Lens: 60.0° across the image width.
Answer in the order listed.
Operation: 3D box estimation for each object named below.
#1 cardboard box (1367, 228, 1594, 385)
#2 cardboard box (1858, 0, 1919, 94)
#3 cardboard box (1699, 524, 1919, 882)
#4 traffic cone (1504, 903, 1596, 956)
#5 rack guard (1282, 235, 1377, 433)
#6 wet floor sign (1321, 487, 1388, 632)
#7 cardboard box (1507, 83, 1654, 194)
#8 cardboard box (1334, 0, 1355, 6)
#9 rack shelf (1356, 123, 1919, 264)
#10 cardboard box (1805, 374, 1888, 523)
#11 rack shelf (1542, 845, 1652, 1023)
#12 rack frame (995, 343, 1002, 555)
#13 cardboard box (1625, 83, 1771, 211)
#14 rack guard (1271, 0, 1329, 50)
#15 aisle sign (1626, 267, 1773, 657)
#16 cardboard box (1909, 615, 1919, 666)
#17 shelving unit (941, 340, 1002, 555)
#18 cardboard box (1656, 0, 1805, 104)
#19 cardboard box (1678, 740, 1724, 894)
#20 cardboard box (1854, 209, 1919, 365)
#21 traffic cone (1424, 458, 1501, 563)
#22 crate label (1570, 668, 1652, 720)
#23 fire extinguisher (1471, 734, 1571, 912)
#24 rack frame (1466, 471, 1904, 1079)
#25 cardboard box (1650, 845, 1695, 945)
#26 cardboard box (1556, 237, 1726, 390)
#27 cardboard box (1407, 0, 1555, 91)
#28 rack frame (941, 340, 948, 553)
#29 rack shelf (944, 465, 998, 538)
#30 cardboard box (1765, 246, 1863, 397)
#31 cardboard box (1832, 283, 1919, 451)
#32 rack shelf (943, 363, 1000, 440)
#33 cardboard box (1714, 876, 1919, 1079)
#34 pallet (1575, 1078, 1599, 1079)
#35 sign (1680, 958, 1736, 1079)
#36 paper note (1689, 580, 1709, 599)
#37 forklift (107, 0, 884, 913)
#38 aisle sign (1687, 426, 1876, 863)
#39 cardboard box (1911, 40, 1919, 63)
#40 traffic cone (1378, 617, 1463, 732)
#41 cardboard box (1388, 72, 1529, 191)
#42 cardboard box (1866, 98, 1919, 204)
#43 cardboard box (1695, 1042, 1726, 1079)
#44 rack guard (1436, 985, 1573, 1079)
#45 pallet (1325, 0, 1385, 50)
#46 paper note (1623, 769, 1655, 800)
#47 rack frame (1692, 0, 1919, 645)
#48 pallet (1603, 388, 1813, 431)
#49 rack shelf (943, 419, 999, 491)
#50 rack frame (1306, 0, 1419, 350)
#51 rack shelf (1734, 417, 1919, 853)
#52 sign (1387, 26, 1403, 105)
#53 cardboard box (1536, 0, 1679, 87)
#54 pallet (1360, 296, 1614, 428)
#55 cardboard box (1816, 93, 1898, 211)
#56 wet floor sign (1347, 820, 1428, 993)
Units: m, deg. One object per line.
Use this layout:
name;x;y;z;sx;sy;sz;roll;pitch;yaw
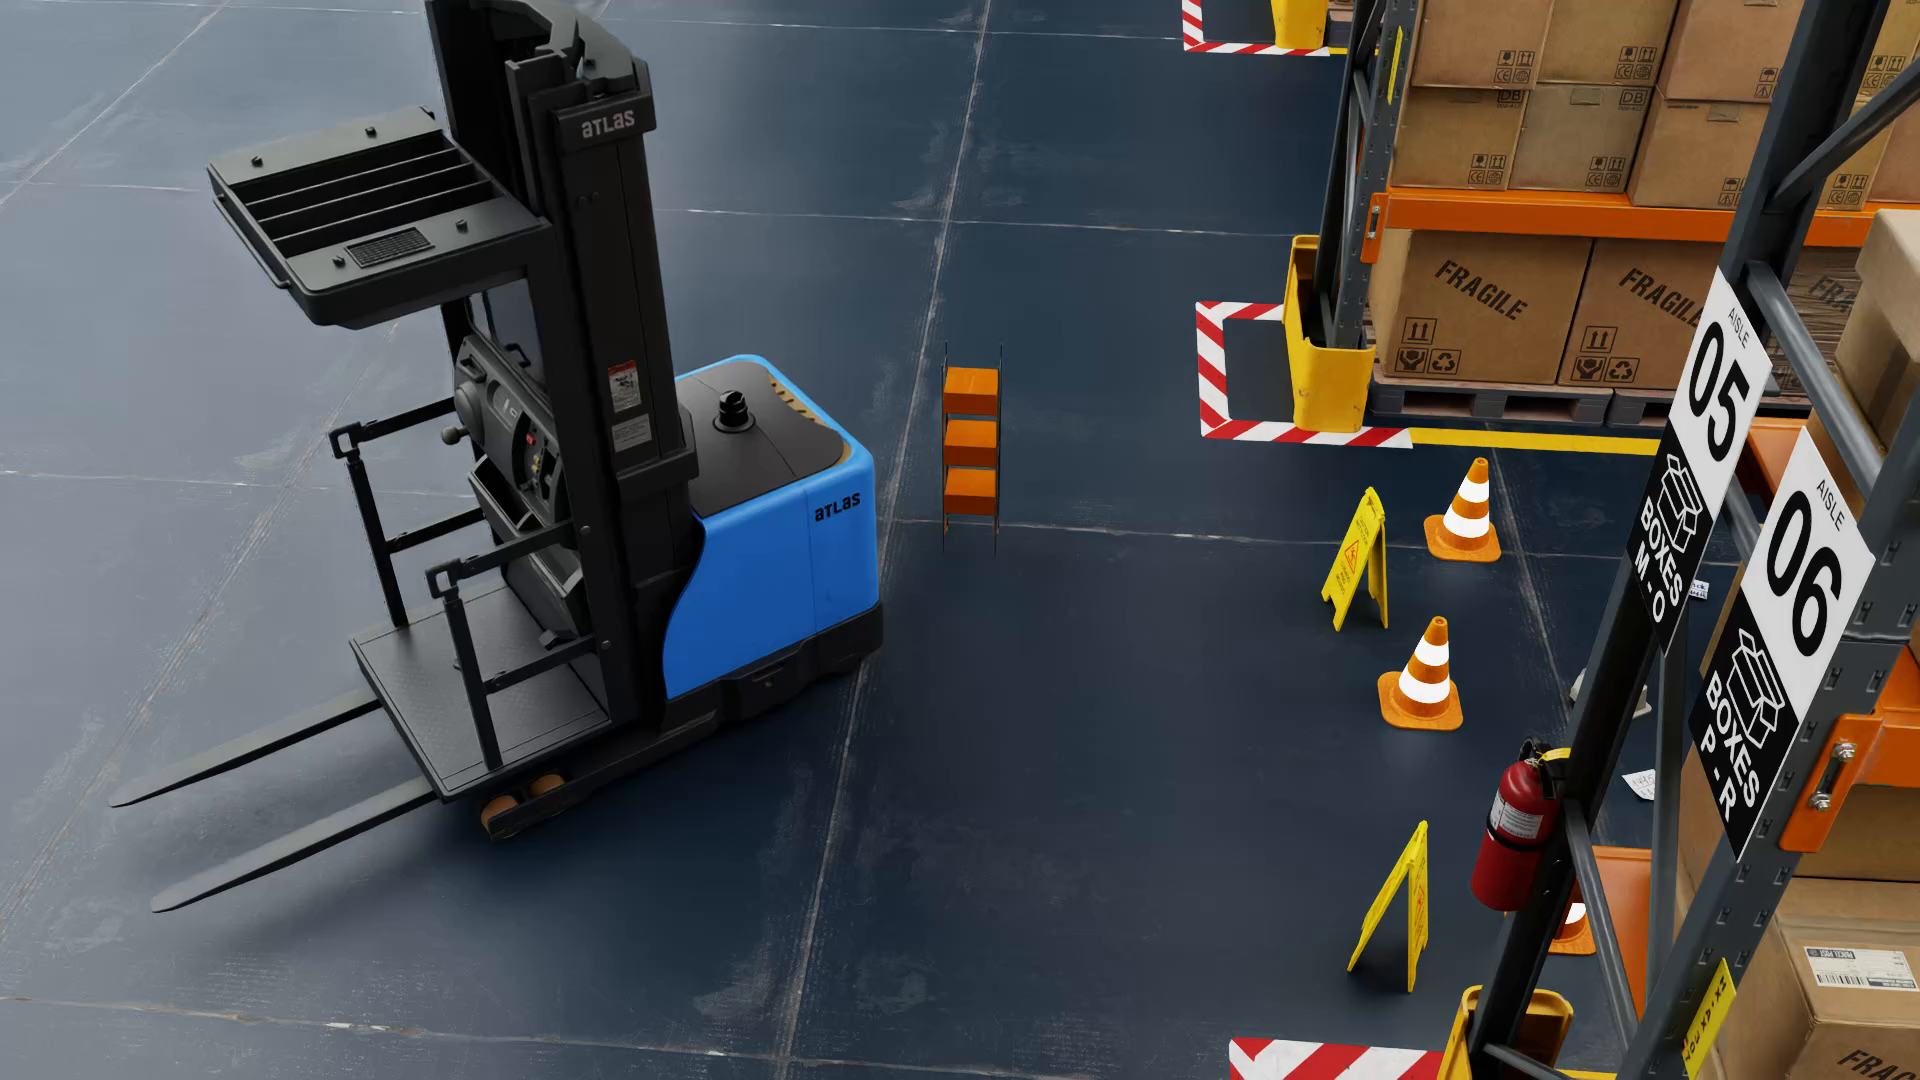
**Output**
cardboard box;2.665;-1.431;8.653;0.875;0.875;0.875;3;39;4
cardboard box;3.991;-2.485;7.623;0.500;0.550;0.875;3;39;4
cardboard box;2.185;0.380;3.971;0.500;0.500;0.700;2;39;3
traffic cone;2.197;1.227;6.046;0.334;0.463;0.336;3;39;4
rack guard;1.960;-1.119;8.900;0.348;0.500;1.175;3;39;4
wet floor sign;1.784;0.069;7.324;0.232;0.644;0.267;-3;39;-4
cardboard box;2.907;-2.138;8.052;0.550;0.550;0.875;3;39;4
cardboard box;3.133;-4.350;12.536;0.500;0.500;0.500;10;40;12
rack shelf;3.976;-1.700;8.202;4.000;0.370;1.077;3;39;4
cardboard box;2.037;-0.191;3.602;0.250;0.149;0.380;3;39;4
rack shelf;3.650;1.419;4.371;4.000;0.370;1.077;3;39;4
rack frame;0.175;-0.398;7.577;0.008;1.050;0.200;3;39;4
cardboard box;3.454;-2.028;7.917;0.550;0.550;0.875;3;39;4
rack guard;2.588;-4.228;12.719;0.348;0.500;1.175;3;39;4
aisle sign;1.620;-0.163;3.685;0.004;0.787;0.394;3;39;4
cardboard box;1.960;0.188;3.137;0.250;0.149;0.380;3;39;4
shelving unit;0.053;-0.404;7.585;0.252;1.050;0.215;3;39;4
cardboard box;3.452;-2.432;7.558;0.550;0.550;0.875;3;39;4
cardboard box;2.222;0.733;4.329;0.500;0.500;0.500;2;39;3
cardboard box;2.020;-0.511;3.364;0.250;0.149;0.380;3;39;4
traffic cone;2.390;-0.182;7.777;0.334;0.463;0.336;3;39;4
crate label;2.743;0.641;7.025;0.298;0.136;0.250;-16;42;-19
fire extinguisher;1.583;0.765;4.666;0.183;0.674;0.296;3;39;4
rack frame;1.657;1.031;4.277;0.127;3.000;1.000;3;39;4
cardboard box;2.048;1.014;4.497;0.250;0.149;0.380;4;39;5
cardboard box;3.542;-1.384;8.596;0.875;0.875;0.875;3;39;3
cardboard box;2.350;-2.520;7.666;0.550;0.550;0.875;3;39;4
rack frame;-0.068;-0.411;7.594;0.008;1.050;0.200;3;39;4
rack shelf;0.053;-0.180;7.768;0.240;0.259;0.215;3;39;4
cardboard box;4.450;-1.333;8.533;0.875;0.875;0.875;3;39;4
cardboard box;2.190;-0.331;3.458;0.500;0.250;0.500;3;39;3
rack shelf;0.053;-0.616;7.413;0.240;0.259;0.215;3;39;4
cardboard box;2.105;1.077;3.906;0.500;0.500;0.500;3;39;3
pallet;2.539;2.183;5.071;1.213;0.211;1.003;3;39;4
sign;1.611;1.037;3.585;0.005;0.325;0.100;3;39;4
paper note;3.358;0.216;7.633;0.142;0.017;0.144;16;42;19
forklift;-1.831;-0.354;6.034;3.031;2.935;1.130;-24;45;-26
aisle sign;1.569;0.215;3.221;0.004;0.787;0.394;3;39;4
cardboard box;4.520;-2.461;7.594;0.550;0.550;0.875;3;39;4
traffic cone;1.954;0.511;6.927;0.334;0.463;0.336;3;39;4
cardboard box;2.357;-2.154;8.072;0.550;0.550;0.875;3;39;4
cardboard box;4.522;-2.060;7.956;0.550;0.550;0.875;3;39;4
cardboard box;1.978;1.277;4.174;0.250;0.149;0.380;3;39;4
rack guard;1.733;2.005;5.061;0.348;0.500;1.175;3;39;4
pallet;3.394;-4.049;12.728;1.213;0.211;1.003;3;39;4
paper note;2.771;0.982;6.689;0.142;0.019;0.148;-10;40;-12
rack frame;1.657;-1.295;2.384;0.127;3.000;1.000;3;39;4
pallet;3.999;-0.944;8.913;1.213;0.211;1.003;3;39;4
rack shelf;0.053;-0.396;7.592;0.240;0.259;0.215;3;39;4
rack frame;1.984;-2.087;8.109;0.127;3.000;1.000;3;39;4
rack shelf;3.650;0.256;3.424;4.000;0.370;1.077;3;39;4
sign;1.930;-2.105;7.382;0.005;0.325;0.100;3;39;4
cardboard box;2.906;-2.548;7.700;0.550;0.550;0.875;3;39;4
pallet;2.787;-1.012;8.996;1.213;0.211;1.003;3;39;4
cardboard box;3.986;-2.025;7.914;0.500;0.550;0.875;3;39;4
wet floor sign;1.560;1.261;5.860;0.232;0.644;0.267;16;42;19
